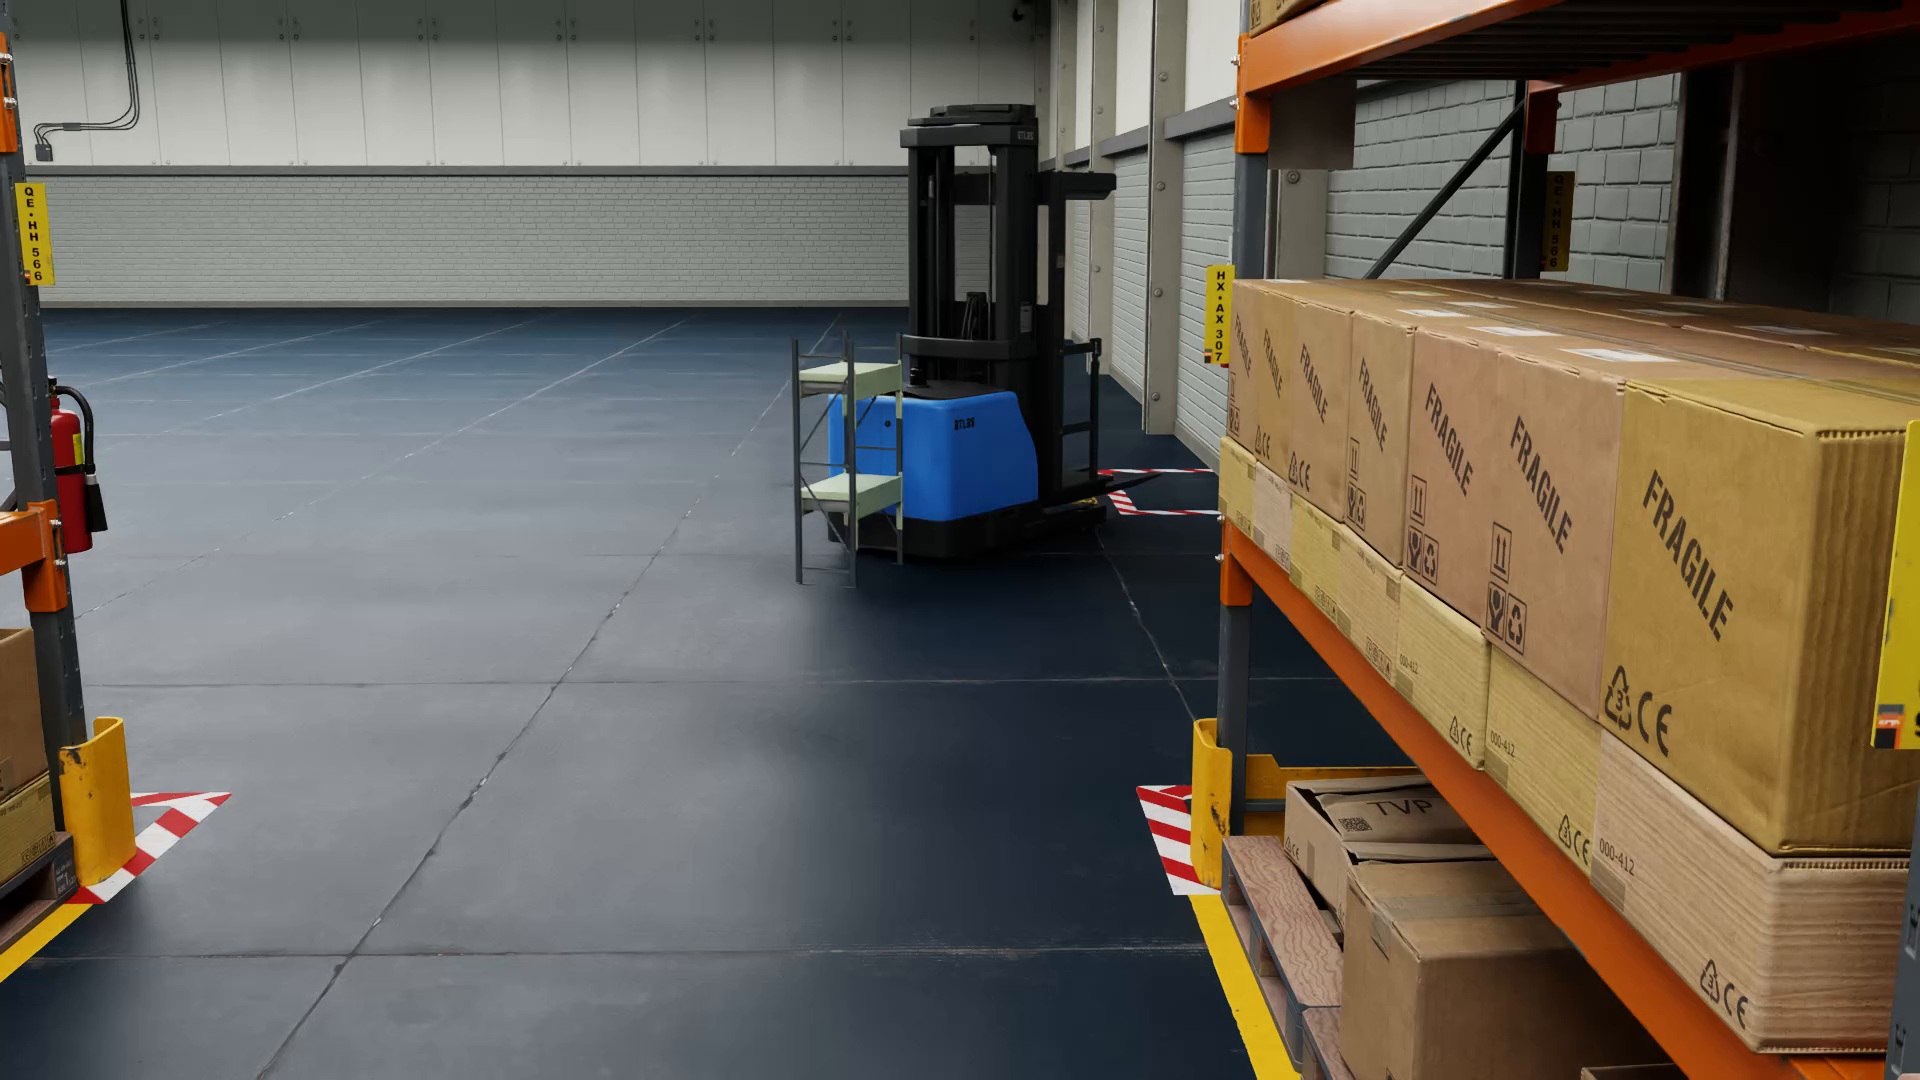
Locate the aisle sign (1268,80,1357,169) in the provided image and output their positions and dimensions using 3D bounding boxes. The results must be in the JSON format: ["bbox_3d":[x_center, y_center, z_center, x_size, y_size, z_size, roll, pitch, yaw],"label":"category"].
[{"bbox_3d":[1.108,-1.616,5.440,0.394,0.787,0.004,0,11,-1],"label":"aisle sign"}]

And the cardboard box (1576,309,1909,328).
[{"bbox_3d":[1.658,-0.237,3.621,0.500,0.500,0.500,0,11,0],"label":"cardboard box"}]

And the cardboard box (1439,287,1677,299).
[{"bbox_3d":[1.632,-0.439,4.621,0.500,0.500,0.500,0,11,0],"label":"cardboard box"}]

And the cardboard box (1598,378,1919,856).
[{"bbox_3d":[1.173,0.070,2.110,0.500,0.500,0.500,0,11,-1],"label":"cardboard box"}]

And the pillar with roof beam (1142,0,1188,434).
[{"bbox_3d":[-2.263,-5.501,16.040,9.100,9.000,0.400,0,11,-1],"label":"pillar with roof beam"}]

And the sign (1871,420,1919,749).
[{"bbox_3d":[0.950,0.046,1.610,0.100,0.325,0.005,0,11,-1],"label":"sign"}]

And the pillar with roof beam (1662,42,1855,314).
[{"bbox_3d":[-2.015,-3.115,4.282,9.100,9.000,0.400,0,11,-1],"label":"pillar with roof beam"}]

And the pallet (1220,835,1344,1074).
[{"bbox_3d":[1.393,1.215,5.040,1.003,0.211,1.213,0,11,-1],"label":"pallet"}]

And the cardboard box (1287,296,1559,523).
[{"bbox_3d":[1.123,-0.335,4.108,0.500,0.500,0.500,-1,11,-3],"label":"cardboard box"}]

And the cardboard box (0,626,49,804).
[{"bbox_3d":[-3.234,0.572,5.168,0.500,0.500,0.500,0,11,-1],"label":"cardboard box"}]

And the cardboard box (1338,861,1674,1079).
[{"bbox_3d":[1.311,1.078,3.880,0.700,0.500,0.500,-1,12,-5],"label":"cardboard box"}]

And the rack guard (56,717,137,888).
[{"bbox_3d":[-3.544,0.913,5.802,1.175,0.500,0.348,0,11,-1],"label":"rack guard"}]

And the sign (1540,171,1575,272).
[{"bbox_3d":[1.965,-1.049,5.479,0.100,0.325,0.005,0,11,-1],"label":"sign"}]

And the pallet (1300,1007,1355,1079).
[{"bbox_3d":[1.415,1.457,3.847,1.003,0.211,1.213,0,11,-1],"label":"pallet"}]

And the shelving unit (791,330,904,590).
[{"bbox_3d":[-0.686,-0.518,10.339,0.431,1.500,0.755,4,12,20],"label":"shelving unit"}]

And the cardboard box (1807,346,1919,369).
[{"bbox_3d":[1.684,-0.034,2.625,0.500,0.500,0.500,0,11,-1],"label":"cardboard box"}]

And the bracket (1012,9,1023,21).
[{"bbox_3d":[1.256,-11.413,36.128,0.235,0.232,0.430,0,11,-1],"label":"bracket"}]

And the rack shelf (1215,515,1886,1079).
[{"bbox_3d":[1.451,0.422,3.746,1.077,0.370,4.000,0,11,-1],"label":"rack shelf"}]

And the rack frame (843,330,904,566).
[{"bbox_3d":[-0.556,-0.586,10.675,0.400,1.500,0.023,4,12,20],"label":"rack frame"}]

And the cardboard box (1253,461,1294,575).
[{"bbox_3d":[1.127,-0.063,4.654,0.500,0.250,0.500,-1,11,-3],"label":"cardboard box"}]

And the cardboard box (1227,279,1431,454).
[{"bbox_3d":[1.119,-0.536,5.098,0.500,0.500,0.500,0,11,-1],"label":"cardboard box"}]

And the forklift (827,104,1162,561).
[{"bbox_3d":[0.402,-1.541,11.785,1.130,2.935,3.031,9,14,36],"label":"forklift"}]

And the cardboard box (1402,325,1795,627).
[{"bbox_3d":[1.158,-0.129,3.092,0.500,0.500,0.500,-1,11,-3],"label":"cardboard box"}]

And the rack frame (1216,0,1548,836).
[{"bbox_3d":[1.409,-0.328,5.634,1.000,3.000,0.127,0,11,-1],"label":"rack frame"}]

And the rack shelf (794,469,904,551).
[{"bbox_3d":[-0.686,-0.198,10.404,0.431,0.370,0.720,4,12,20],"label":"rack shelf"}]

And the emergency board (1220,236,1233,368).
[{"bbox_3d":[2.152,-1.877,13.267,0.194,1.169,0.643,0,11,-1],"label":"emergency board"}]

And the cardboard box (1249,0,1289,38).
[{"bbox_3d":[1.166,-1.790,4.991,0.500,0.500,0.500,0,11,0],"label":"cardboard box"}]

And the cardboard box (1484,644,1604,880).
[{"bbox_3d":[1.177,0.338,2.674,0.500,0.250,0.500,0,11,-1],"label":"cardboard box"}]

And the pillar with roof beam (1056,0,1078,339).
[{"bbox_3d":[-2.511,-7.886,27.798,9.100,9.000,0.400,0,11,-1],"label":"pillar with roof beam"}]

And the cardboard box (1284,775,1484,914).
[{"bbox_3d":[1.334,0.912,5.178,0.500,0.311,0.500,-2,12,-8],"label":"cardboard box"}]

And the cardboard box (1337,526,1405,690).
[{"bbox_3d":[1.140,0.138,3.659,0.500,0.250,0.500,0,11,-1],"label":"cardboard box"}]

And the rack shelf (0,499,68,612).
[{"bbox_3d":[-3.502,0.443,3.642,1.077,0.370,4.000,0,11,-1],"label":"rack shelf"}]
